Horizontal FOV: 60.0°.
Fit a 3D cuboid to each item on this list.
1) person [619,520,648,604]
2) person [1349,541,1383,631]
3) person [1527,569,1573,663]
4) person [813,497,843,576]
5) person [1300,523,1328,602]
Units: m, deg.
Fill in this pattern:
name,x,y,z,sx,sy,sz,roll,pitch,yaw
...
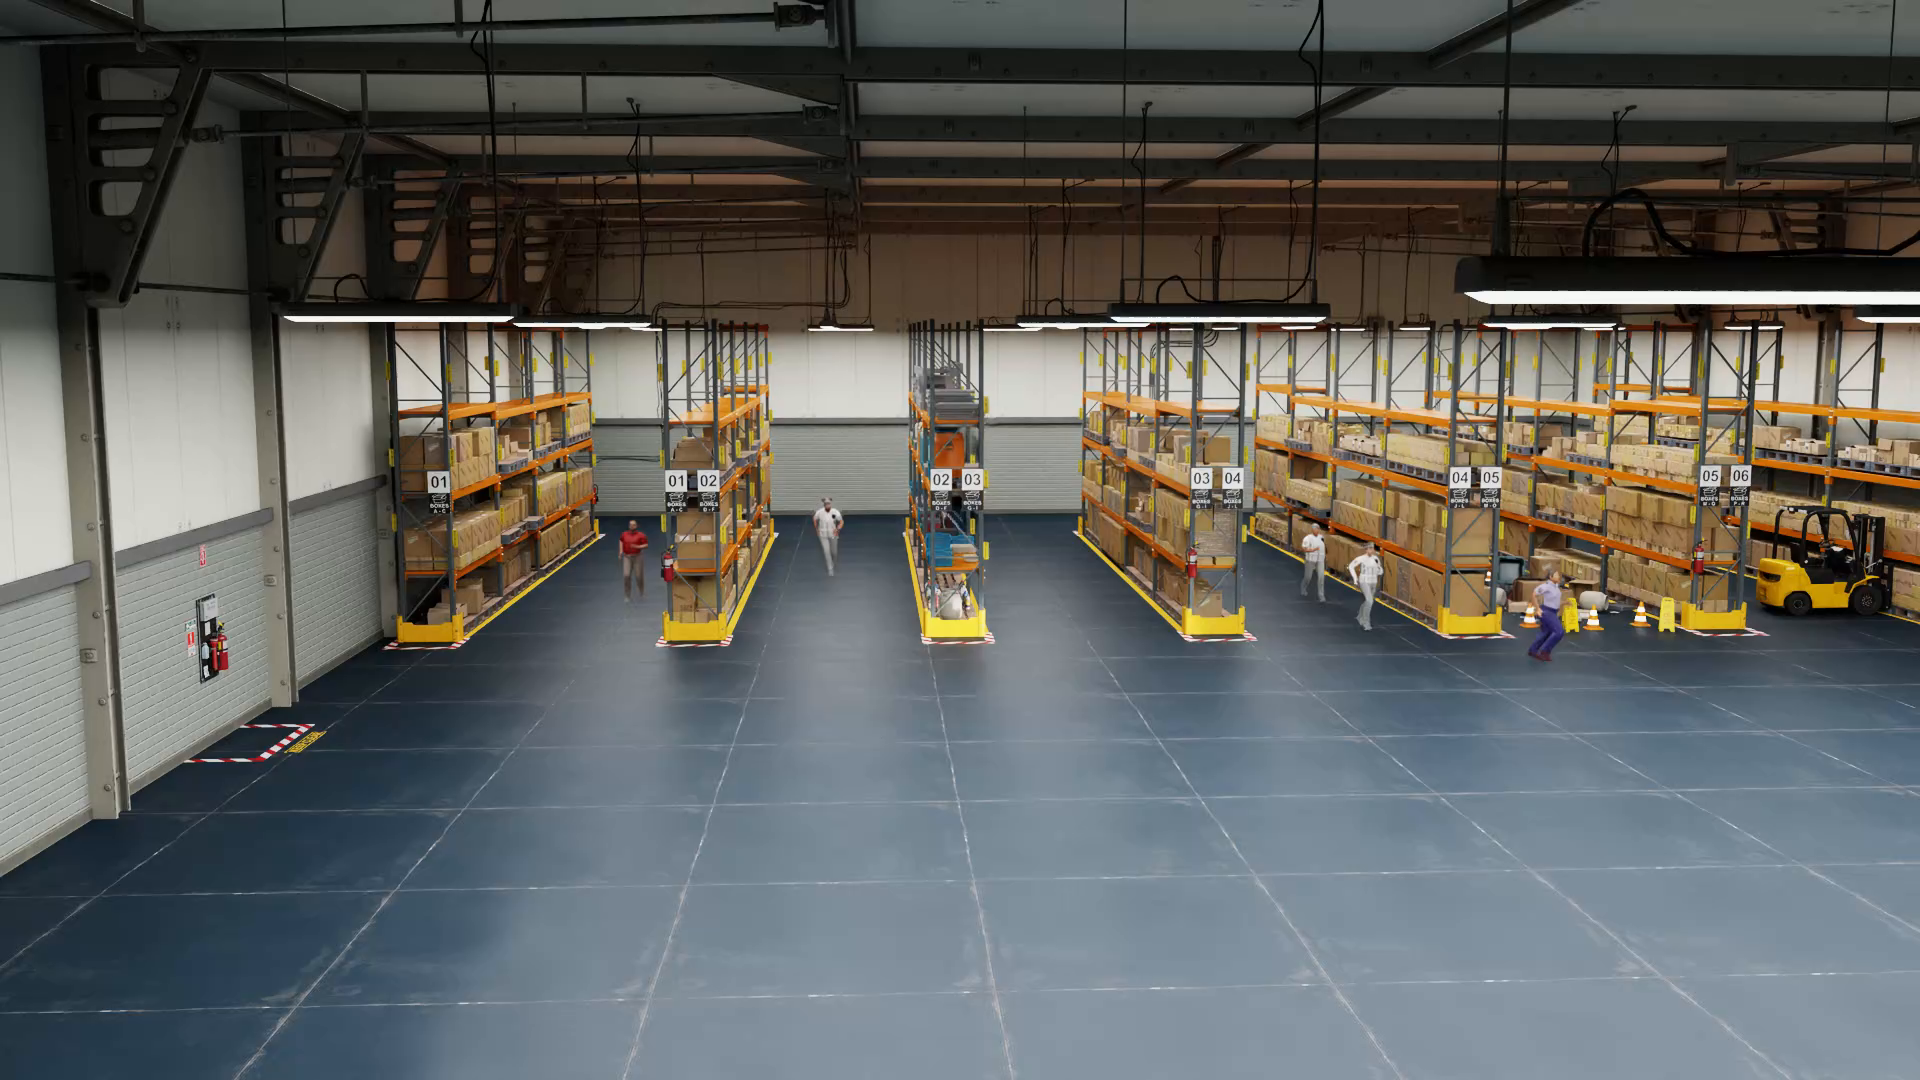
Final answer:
name,x,y,z,sx,sy,sz,roll,pitch,yaw
person,-7.009,0.442,35.693,0.653,1.748,0.921,0,7,-1
person,7.950,0.883,32.434,0.581,1.739,0.733,-3,8,-23
person,10.326,1.329,29.107,0.765,1.655,0.573,5,9,35
person,-3.005,-0.107,37.931,0.688,1.773,0.831,-1,7,-5
person,7.646,0.459,35.848,0.607,1.651,0.941,-1,7,-9
